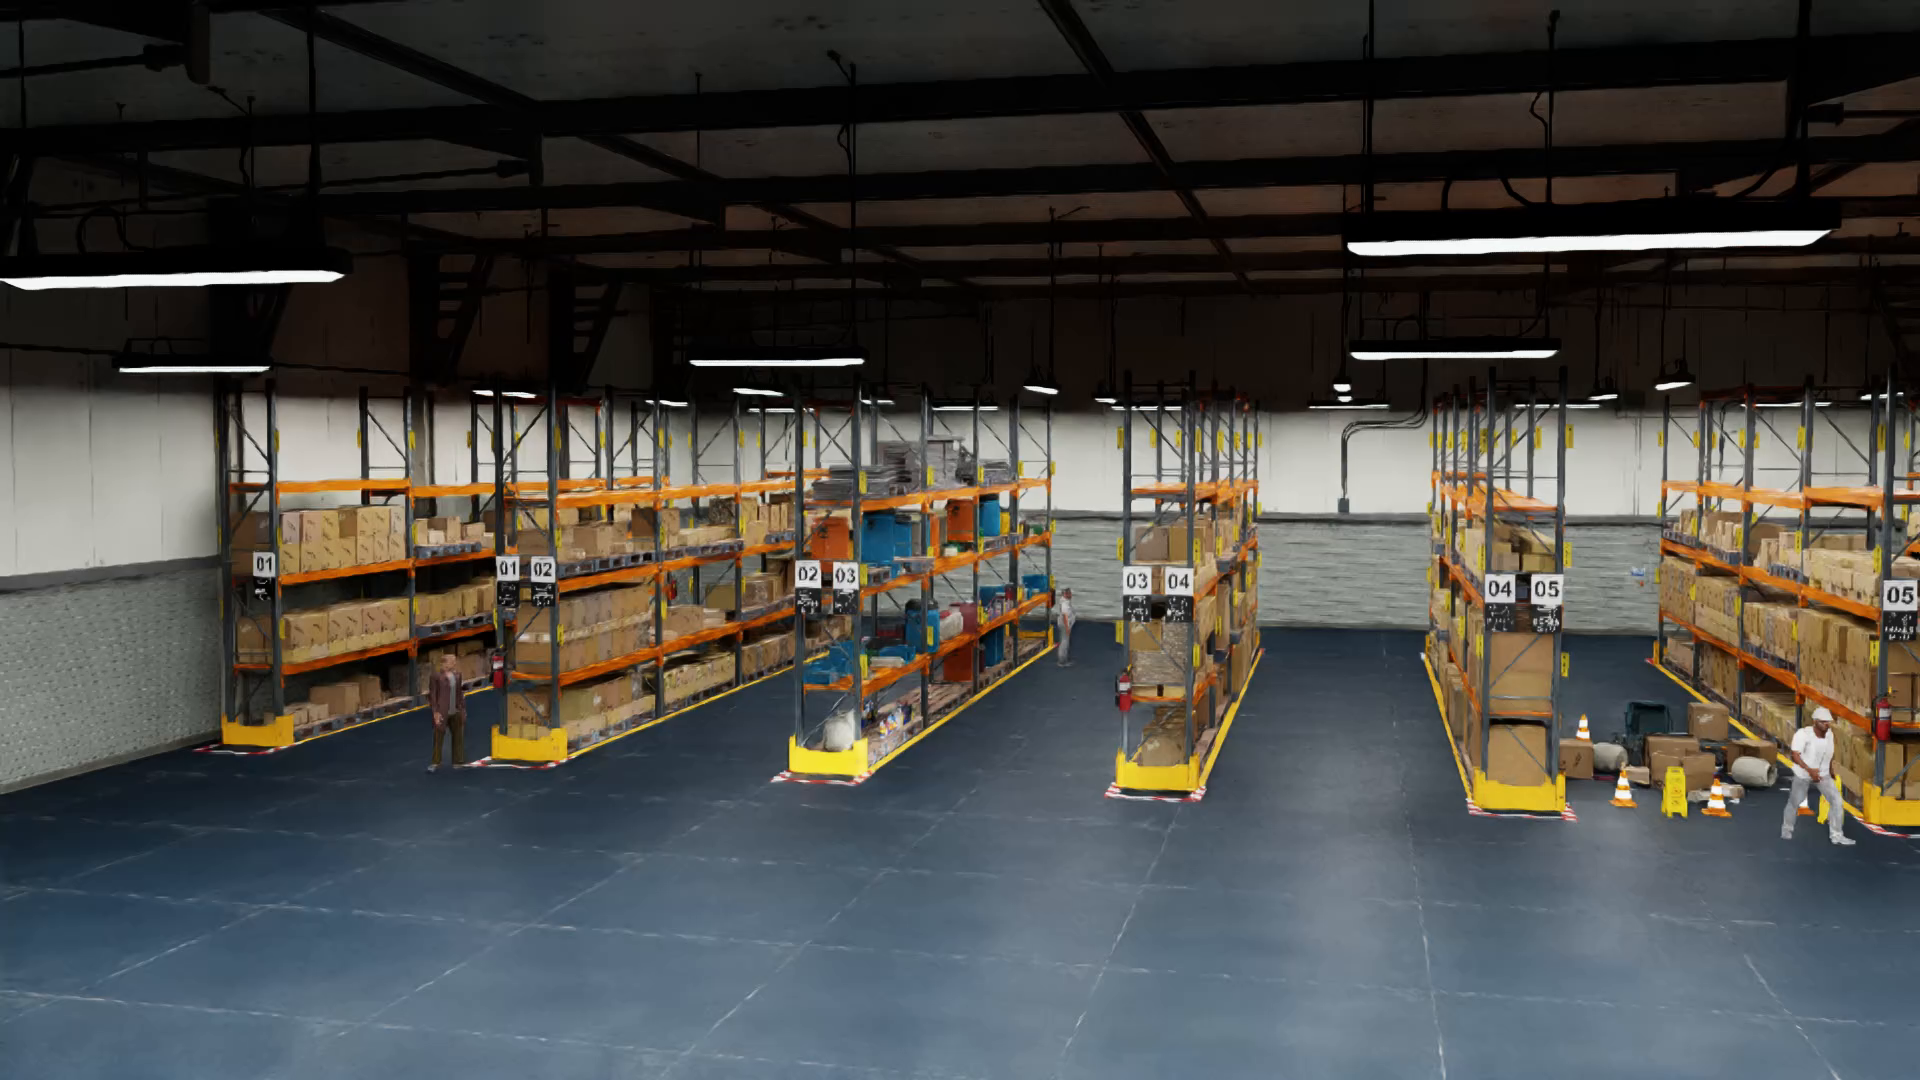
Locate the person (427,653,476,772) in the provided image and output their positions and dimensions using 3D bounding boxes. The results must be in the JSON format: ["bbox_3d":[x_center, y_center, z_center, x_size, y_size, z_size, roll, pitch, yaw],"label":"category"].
[{"bbox_3d":[-7.730,2.597,25.072,0.515,1.782,0.673,3,4,40],"label":"person"}]

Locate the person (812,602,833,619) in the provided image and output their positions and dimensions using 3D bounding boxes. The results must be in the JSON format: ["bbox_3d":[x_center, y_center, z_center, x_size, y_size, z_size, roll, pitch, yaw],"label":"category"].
[{"bbox_3d":[-3.747,1.421,46.082,0.699,1.654,0.495,-2,4,-36],"label":"person"}]

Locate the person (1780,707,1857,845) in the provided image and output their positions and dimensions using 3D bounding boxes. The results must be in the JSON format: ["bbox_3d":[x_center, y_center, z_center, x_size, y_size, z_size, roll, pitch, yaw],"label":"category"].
[{"bbox_3d":[10.594,2.903,20.638,0.708,1.701,0.797,0,3,-6],"label":"person"}]

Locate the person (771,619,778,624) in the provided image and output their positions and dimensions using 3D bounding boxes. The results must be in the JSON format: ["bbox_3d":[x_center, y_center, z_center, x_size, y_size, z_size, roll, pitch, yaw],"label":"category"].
[{"bbox_3d":[-4.765,1.680,41.566,0.677,1.674,0.534,1,3,12],"label":"person"}]

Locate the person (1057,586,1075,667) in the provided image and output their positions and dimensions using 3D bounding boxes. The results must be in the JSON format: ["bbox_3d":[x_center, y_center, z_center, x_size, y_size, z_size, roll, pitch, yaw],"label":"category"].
[{"bbox_3d":[2.352,1.898,36.819,0.420,1.761,0.651,0,3,2],"label":"person"}]
